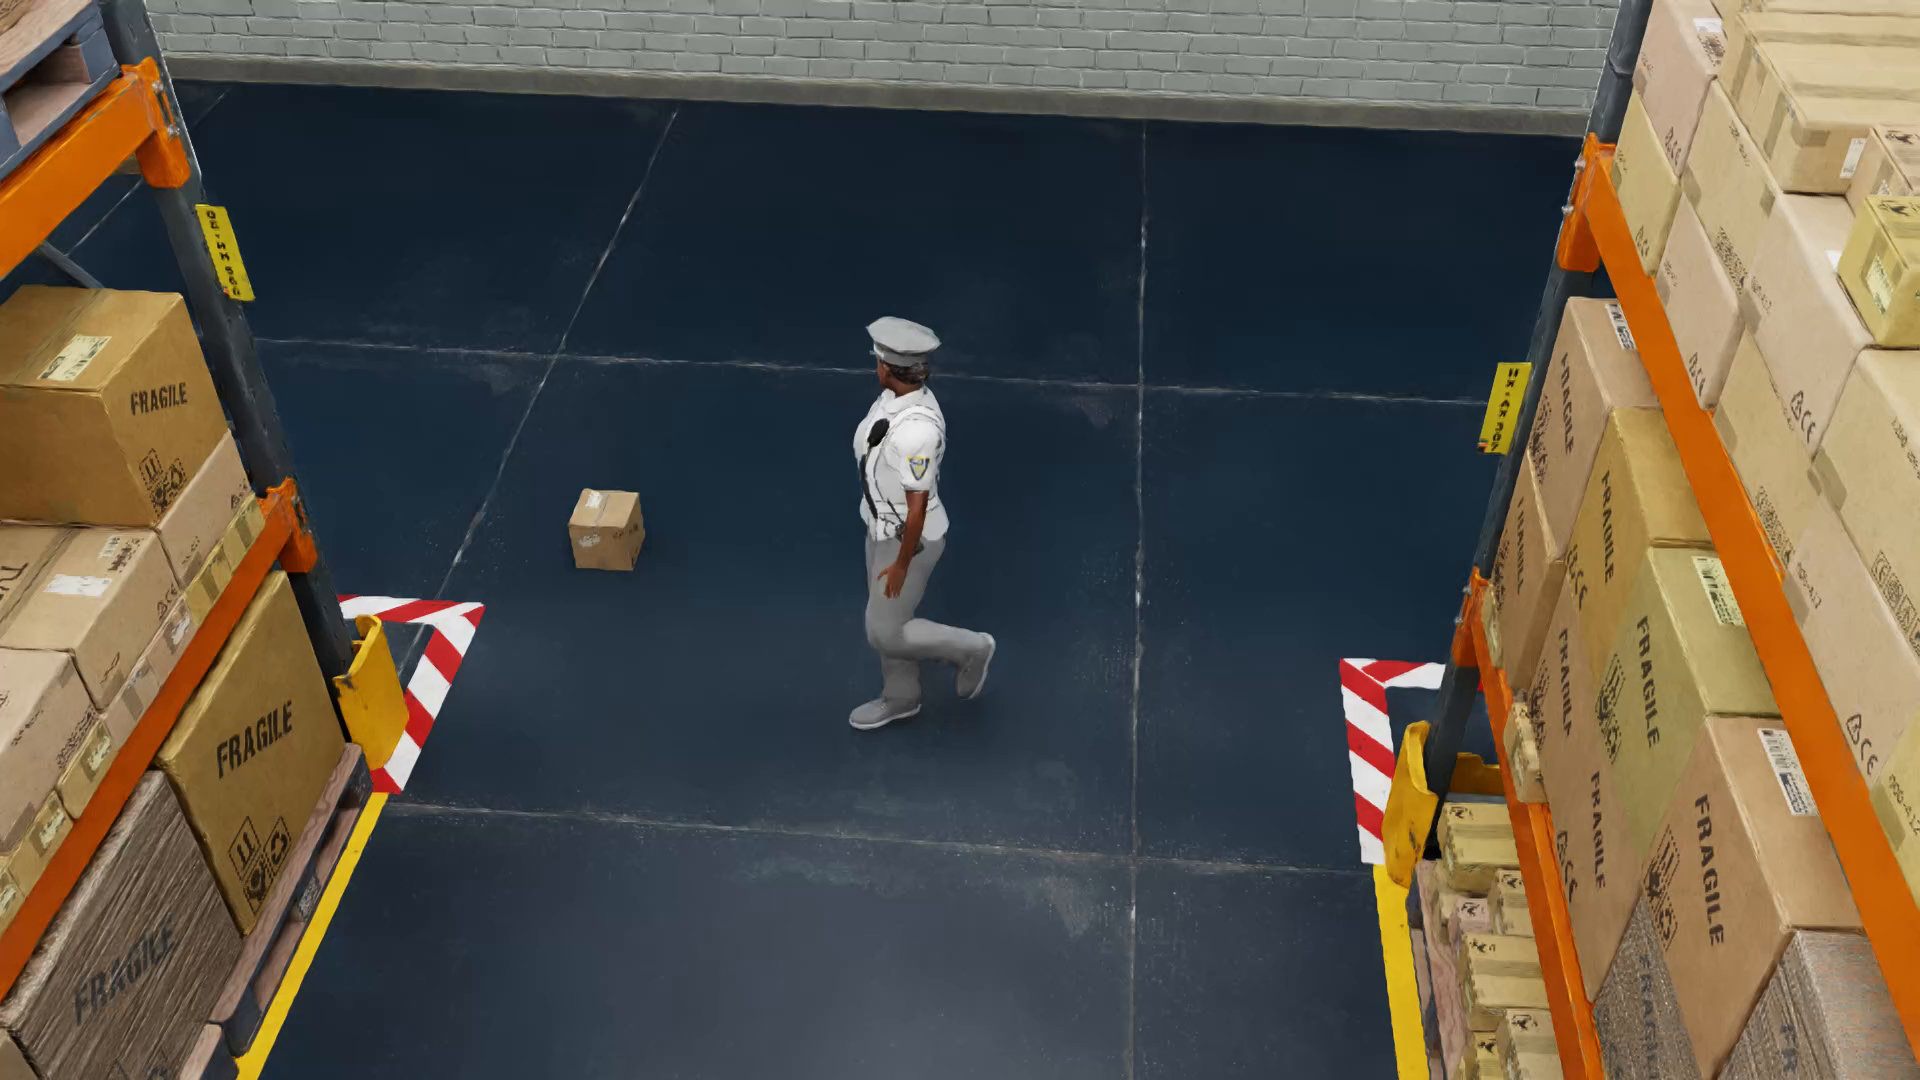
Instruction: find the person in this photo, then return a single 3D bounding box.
[{"bbox_3d":[-0.200,-0.029,6.214,0.577,1.631,0.533,-11,41,-12],"label":"person"}]
